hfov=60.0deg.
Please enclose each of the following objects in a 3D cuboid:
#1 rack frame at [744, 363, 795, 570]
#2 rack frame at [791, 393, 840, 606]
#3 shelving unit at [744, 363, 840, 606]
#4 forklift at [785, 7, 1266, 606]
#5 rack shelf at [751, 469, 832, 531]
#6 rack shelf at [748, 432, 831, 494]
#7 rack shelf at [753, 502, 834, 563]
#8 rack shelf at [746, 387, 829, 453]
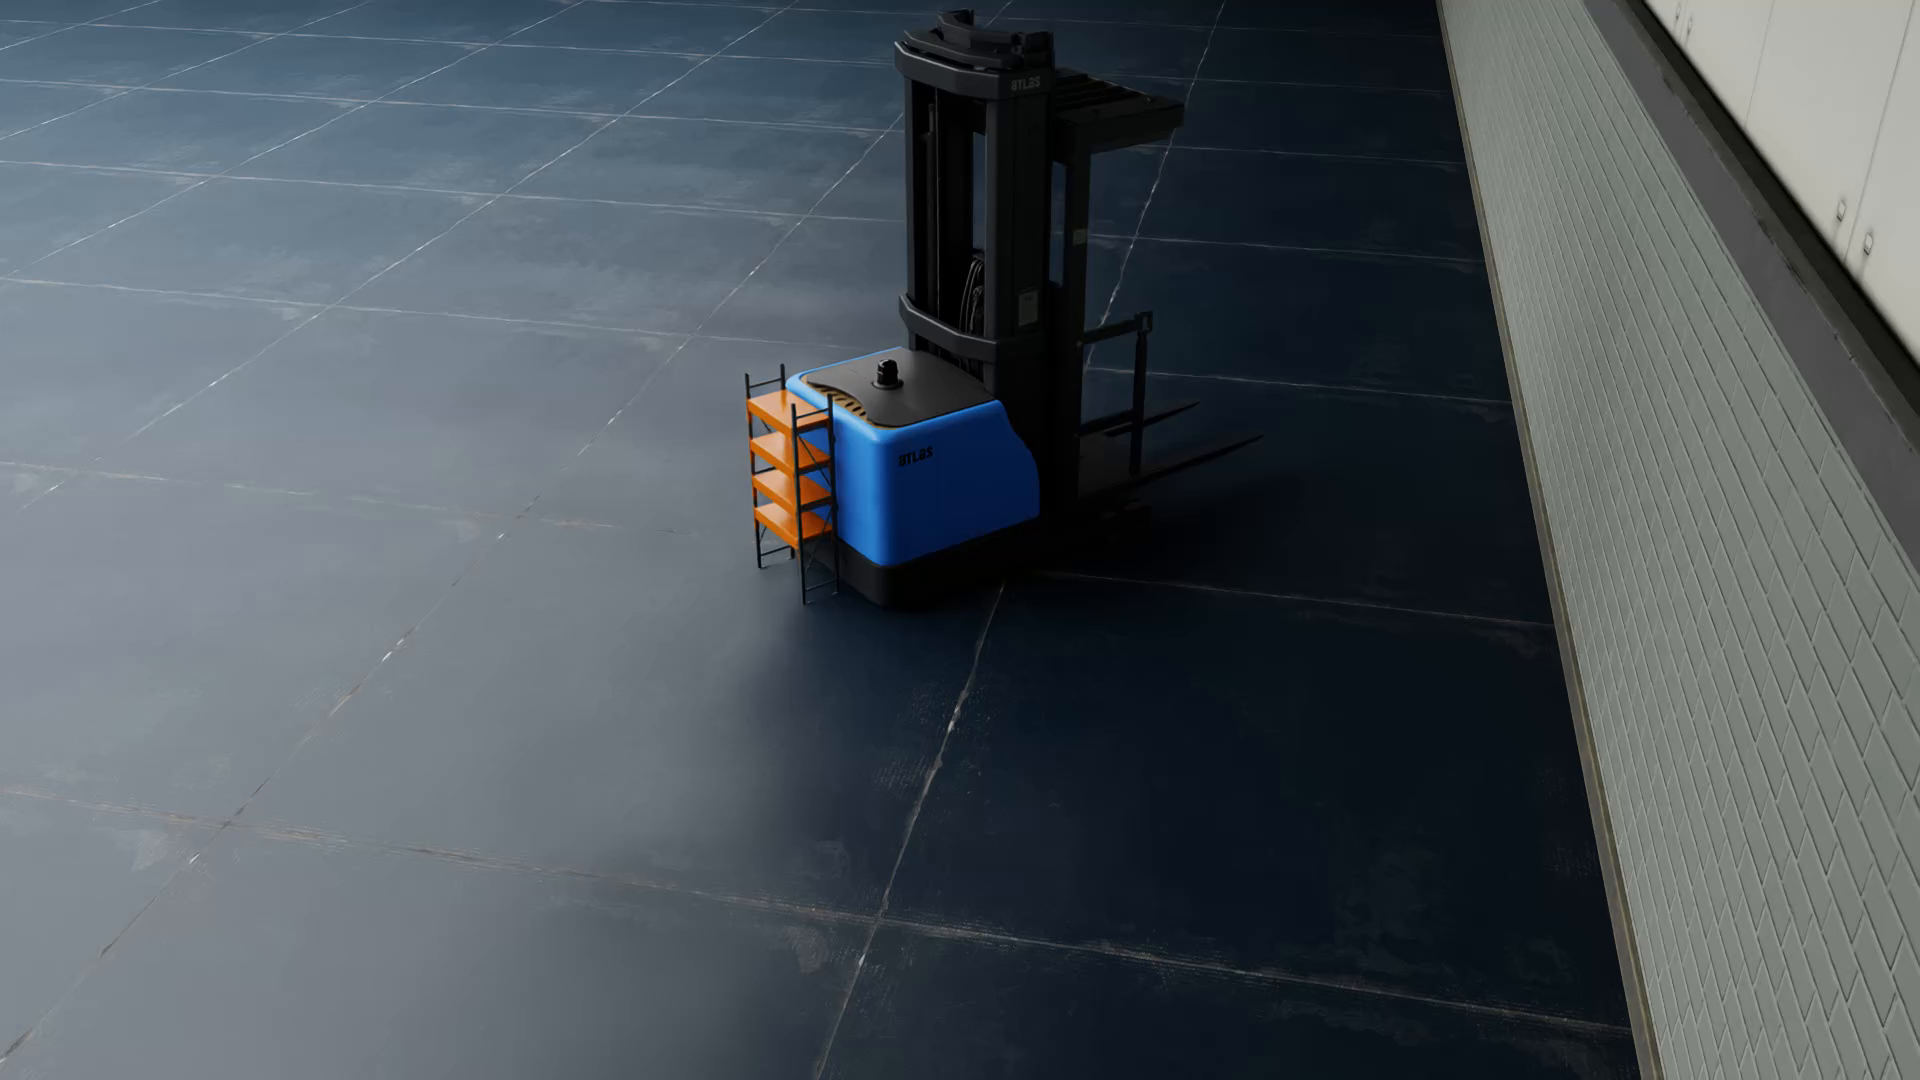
[{"bbox_3d":[-1.051,-0.393,9.218,0.240,1.200,0.015,-19,34,-31],"label":"rack frame"},{"bbox_3d":[-0.766,-0.202,8.870,0.240,1.200,0.015,-19,34,-31],"label":"rack frame"},{"bbox_3d":[-0.909,-0.298,9.044,0.258,1.200,0.503,-19,34,-31],"label":"shelving unit"},{"bbox_3d":[0.515,-1.474,9.390,3.031,2.935,1.130,-19,34,-31],"label":"forklift"},{"bbox_3d":[-0.909,-0.239,9.076,0.258,0.148,0.480,-19,34,-31],"label":"rack shelf"},{"bbox_3d":[-0.909,-0.435,8.969,0.258,0.148,0.480,-19,34,-31],"label":"rack shelf"},{"bbox_3d":[-0.909,-0.064,9.172,0.258,0.148,0.480,-19,34,-31],"label":"rack shelf"},{"bbox_3d":[-0.909,-0.642,8.855,0.258,0.148,0.480,-19,34,-31],"label":"rack shelf"}]
